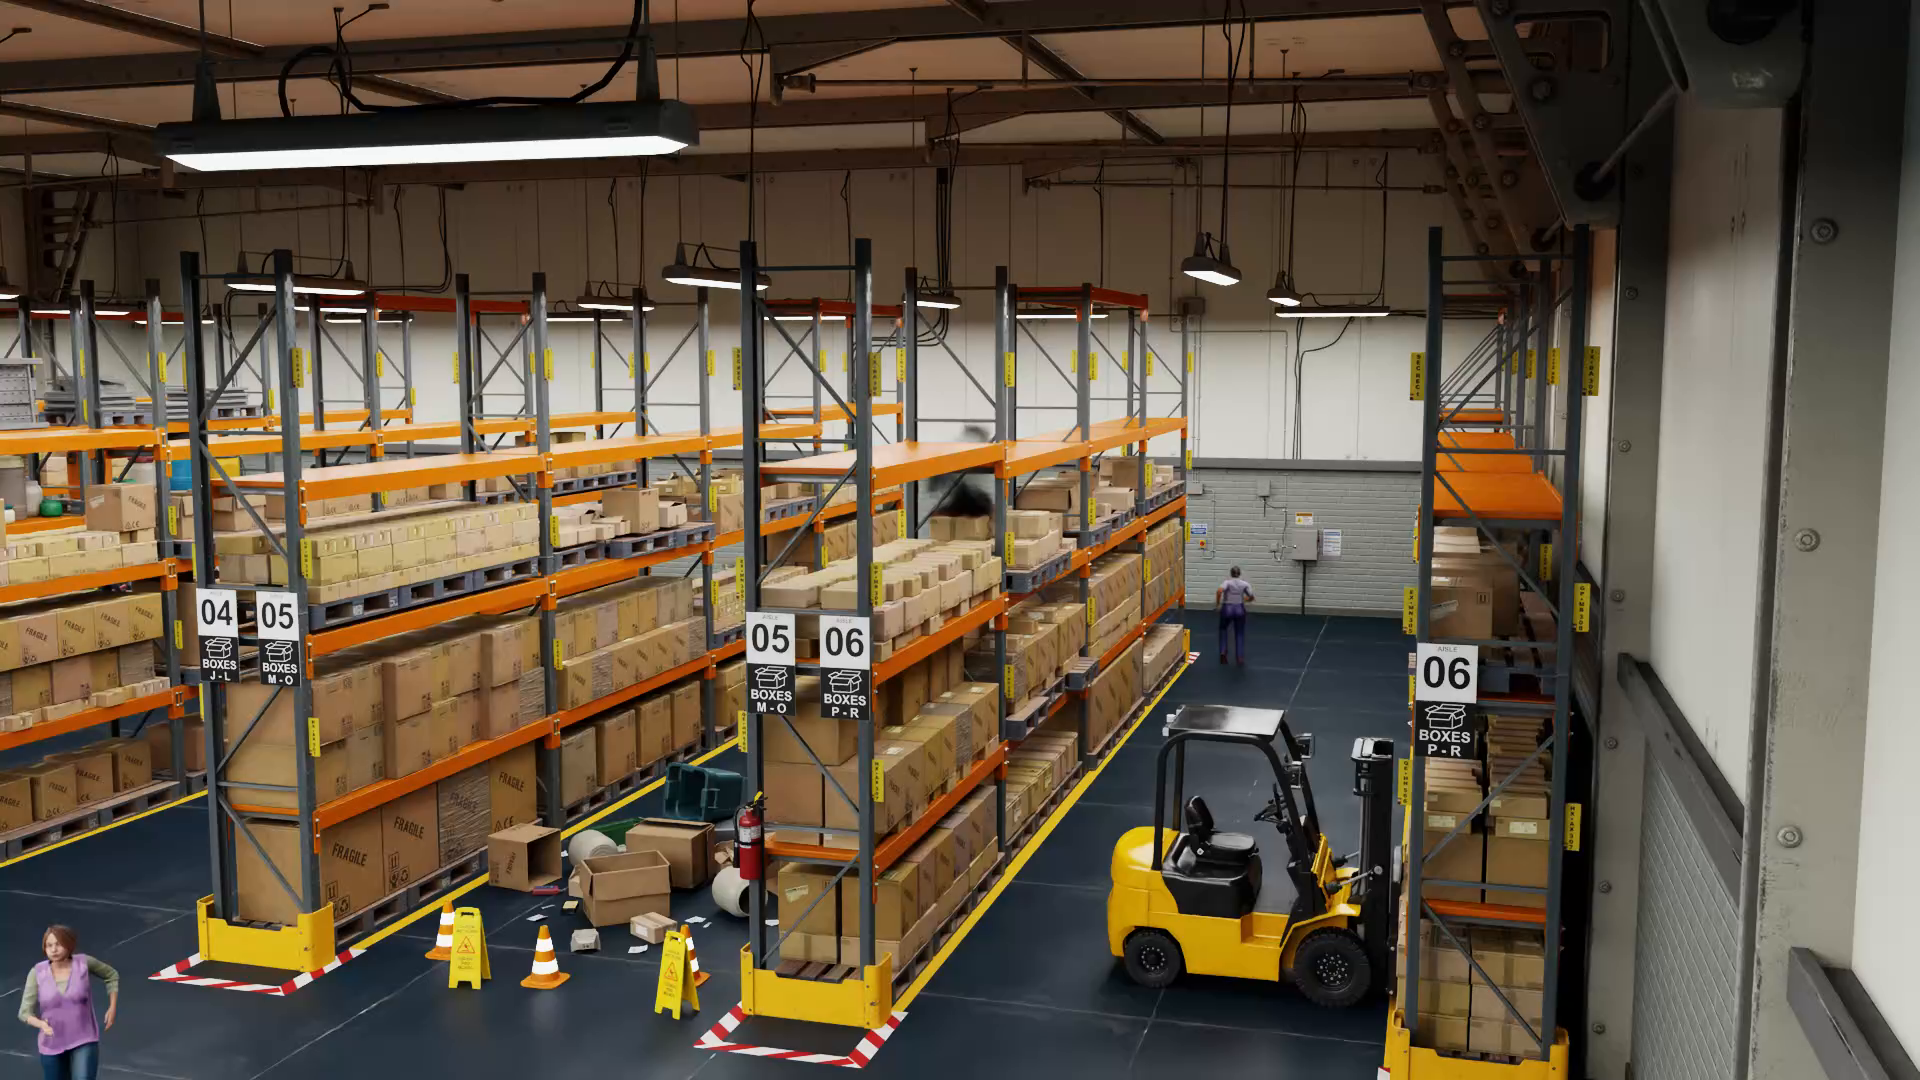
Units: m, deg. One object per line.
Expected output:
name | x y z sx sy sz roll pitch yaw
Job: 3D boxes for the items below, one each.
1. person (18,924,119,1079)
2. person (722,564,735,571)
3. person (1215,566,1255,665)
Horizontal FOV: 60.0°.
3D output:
person | -5.632 3.215 10.535 0.541 1.620 0.733 -2 7 -20
person | -3.767 1.239 27.641 0.624 1.735 0.880 2 7 18
person | 4.547 1.268 27.561 0.666 1.691 0.698 0 6 0
